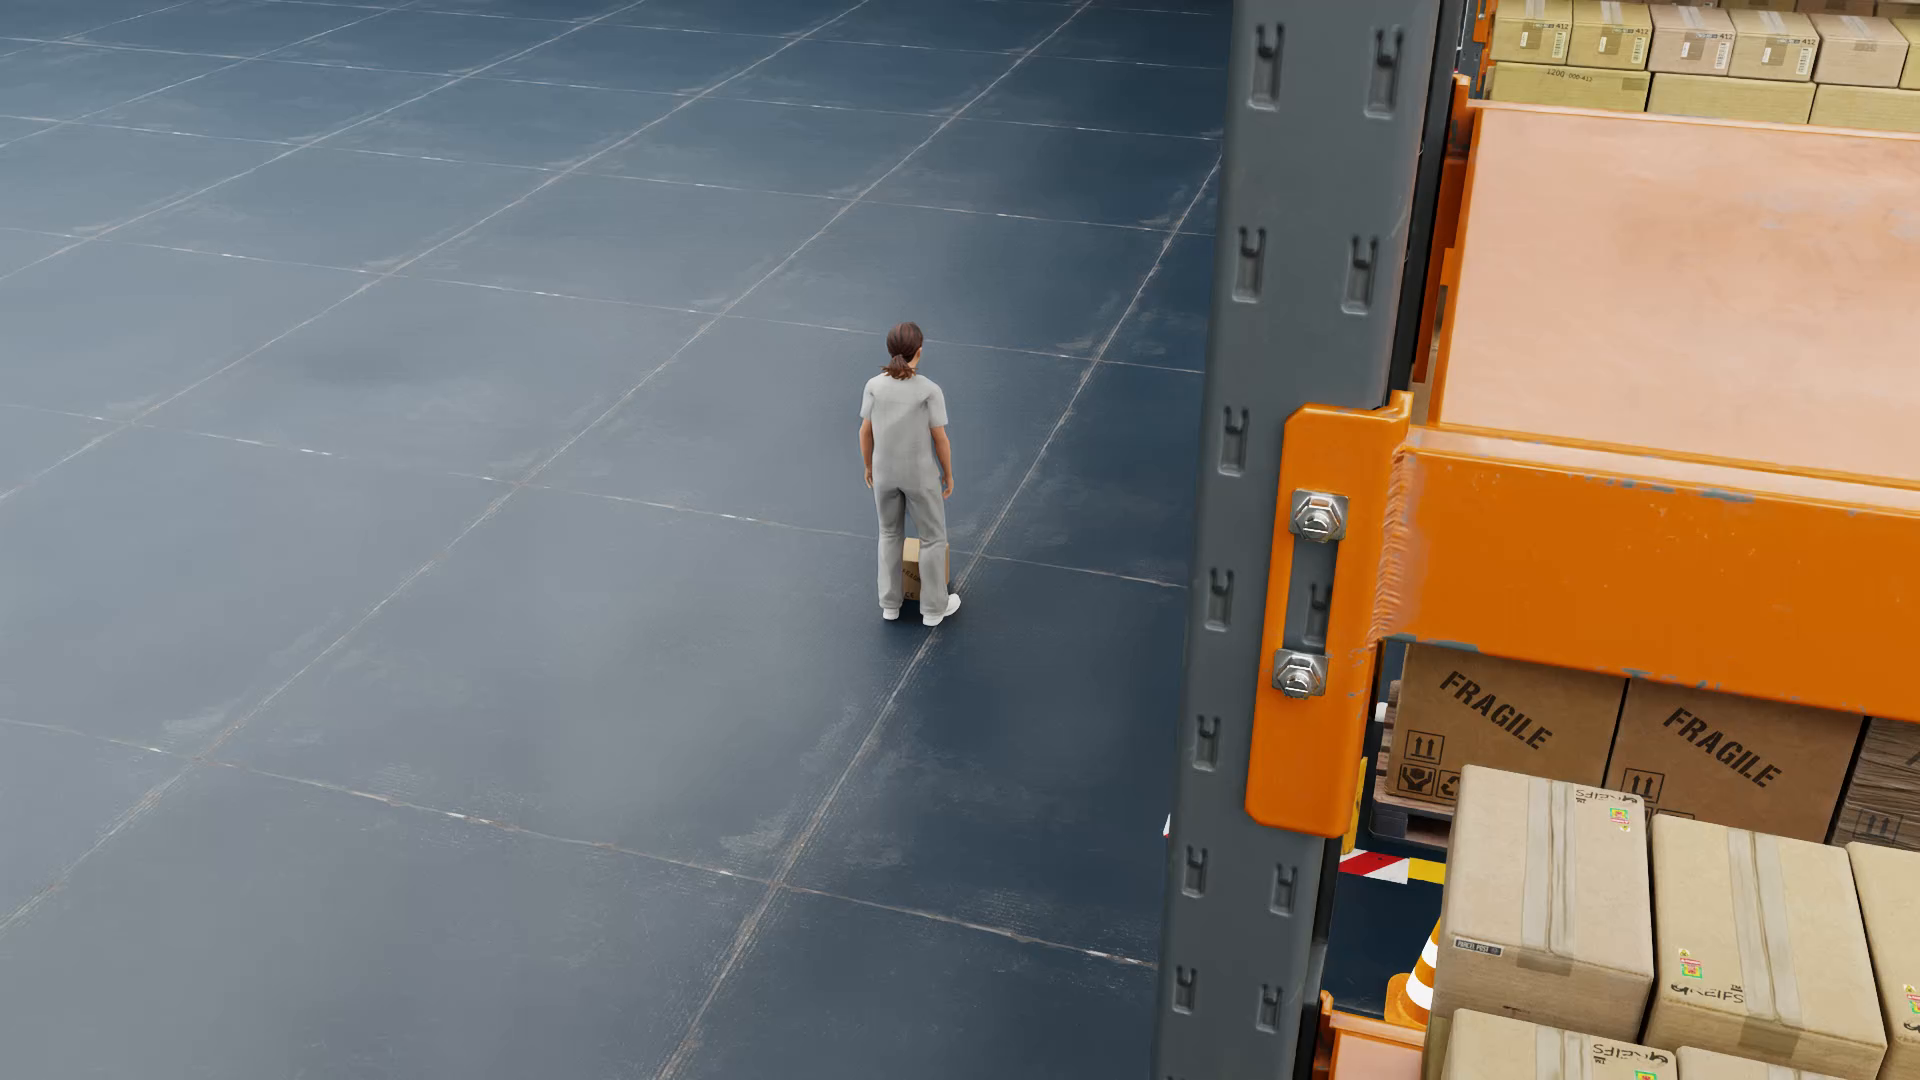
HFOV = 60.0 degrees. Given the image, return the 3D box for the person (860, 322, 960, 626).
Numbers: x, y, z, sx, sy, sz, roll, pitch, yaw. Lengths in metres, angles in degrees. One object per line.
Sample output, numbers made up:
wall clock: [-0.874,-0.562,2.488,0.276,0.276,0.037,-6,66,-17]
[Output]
person: [-0.273,-0.335,8.725,0.496,1.672,0.355,8,30,14]
